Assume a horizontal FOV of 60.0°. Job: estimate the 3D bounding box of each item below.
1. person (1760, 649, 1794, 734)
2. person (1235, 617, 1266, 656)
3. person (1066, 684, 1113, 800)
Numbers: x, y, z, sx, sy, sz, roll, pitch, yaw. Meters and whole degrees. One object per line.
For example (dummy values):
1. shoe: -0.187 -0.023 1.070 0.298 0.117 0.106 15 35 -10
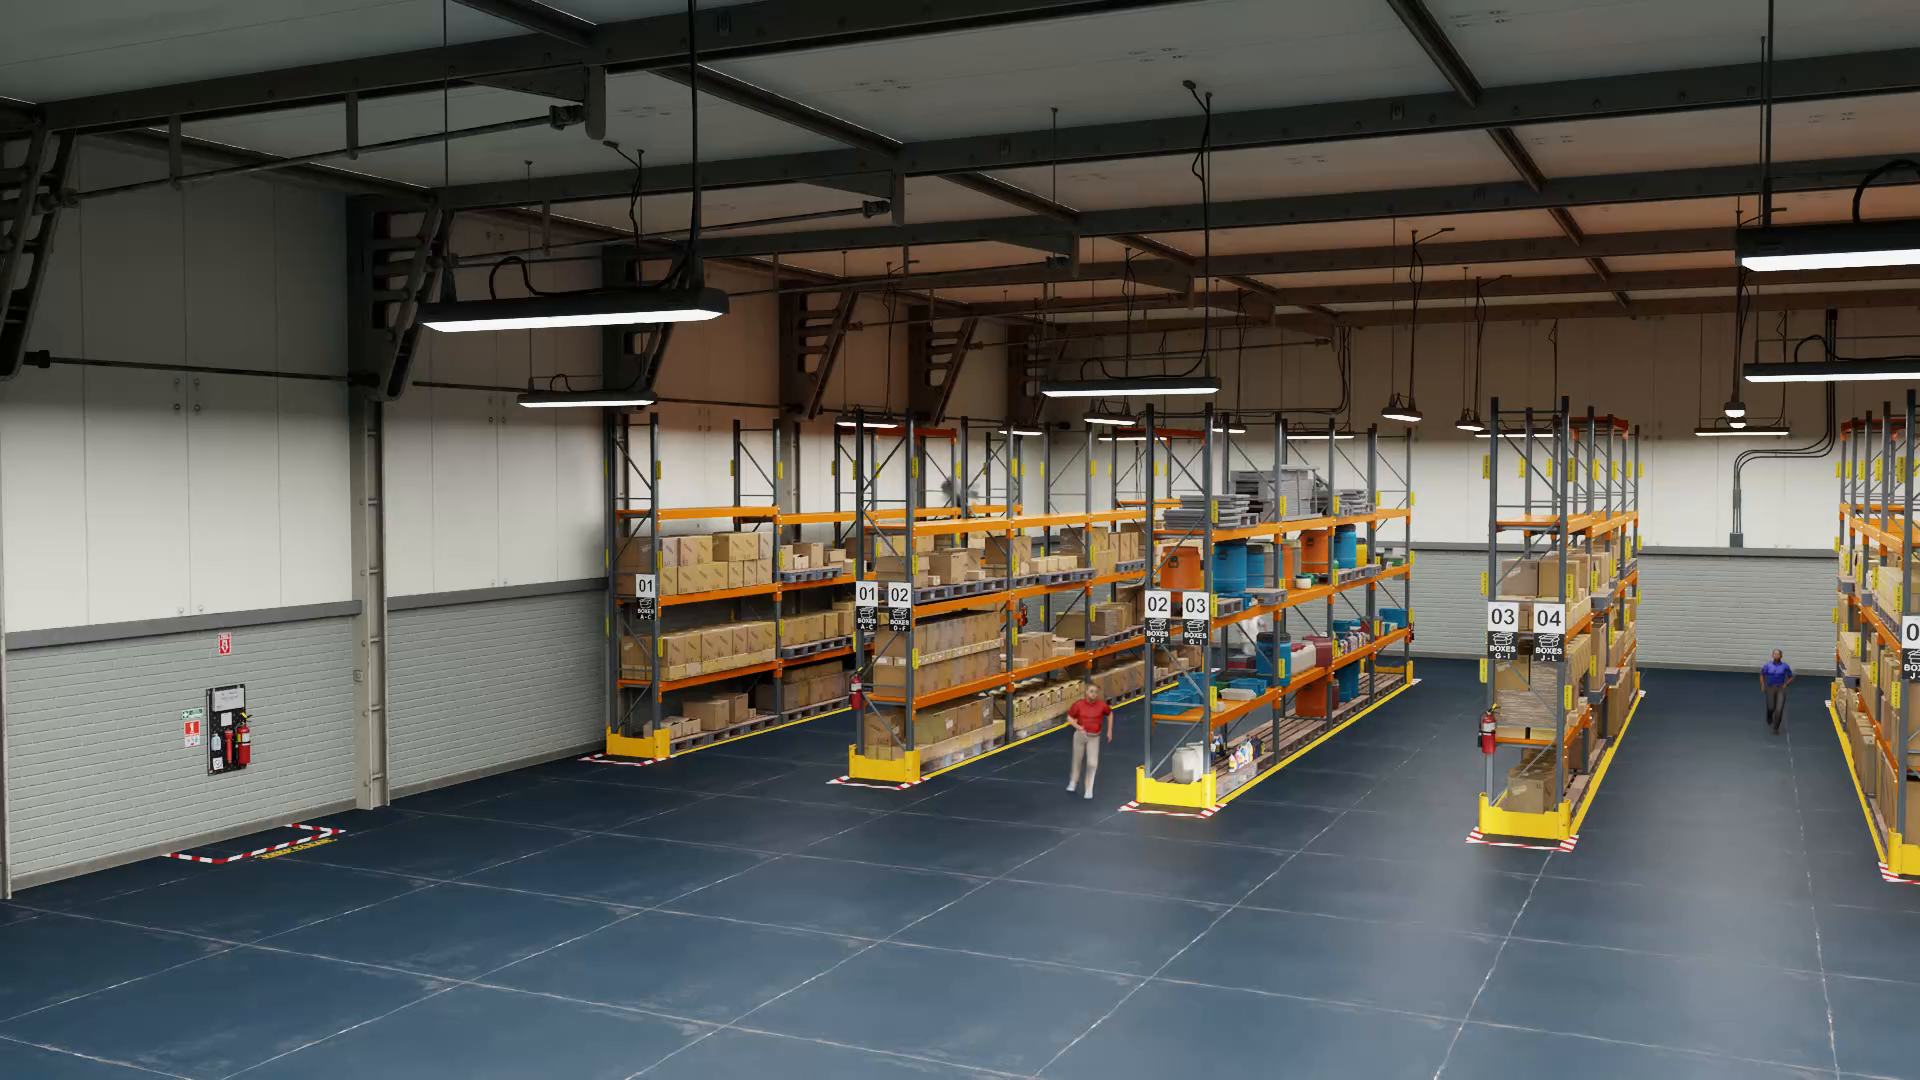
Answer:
1. person: 15.527 2.876 31.625 0.589 1.599 0.551 1 3 26
2. person: 6.947 2.459 39.829 0.702 1.770 0.643 1 3 21
3. person: 1.990 3.140 25.501 0.715 1.718 0.707 0 2 2
